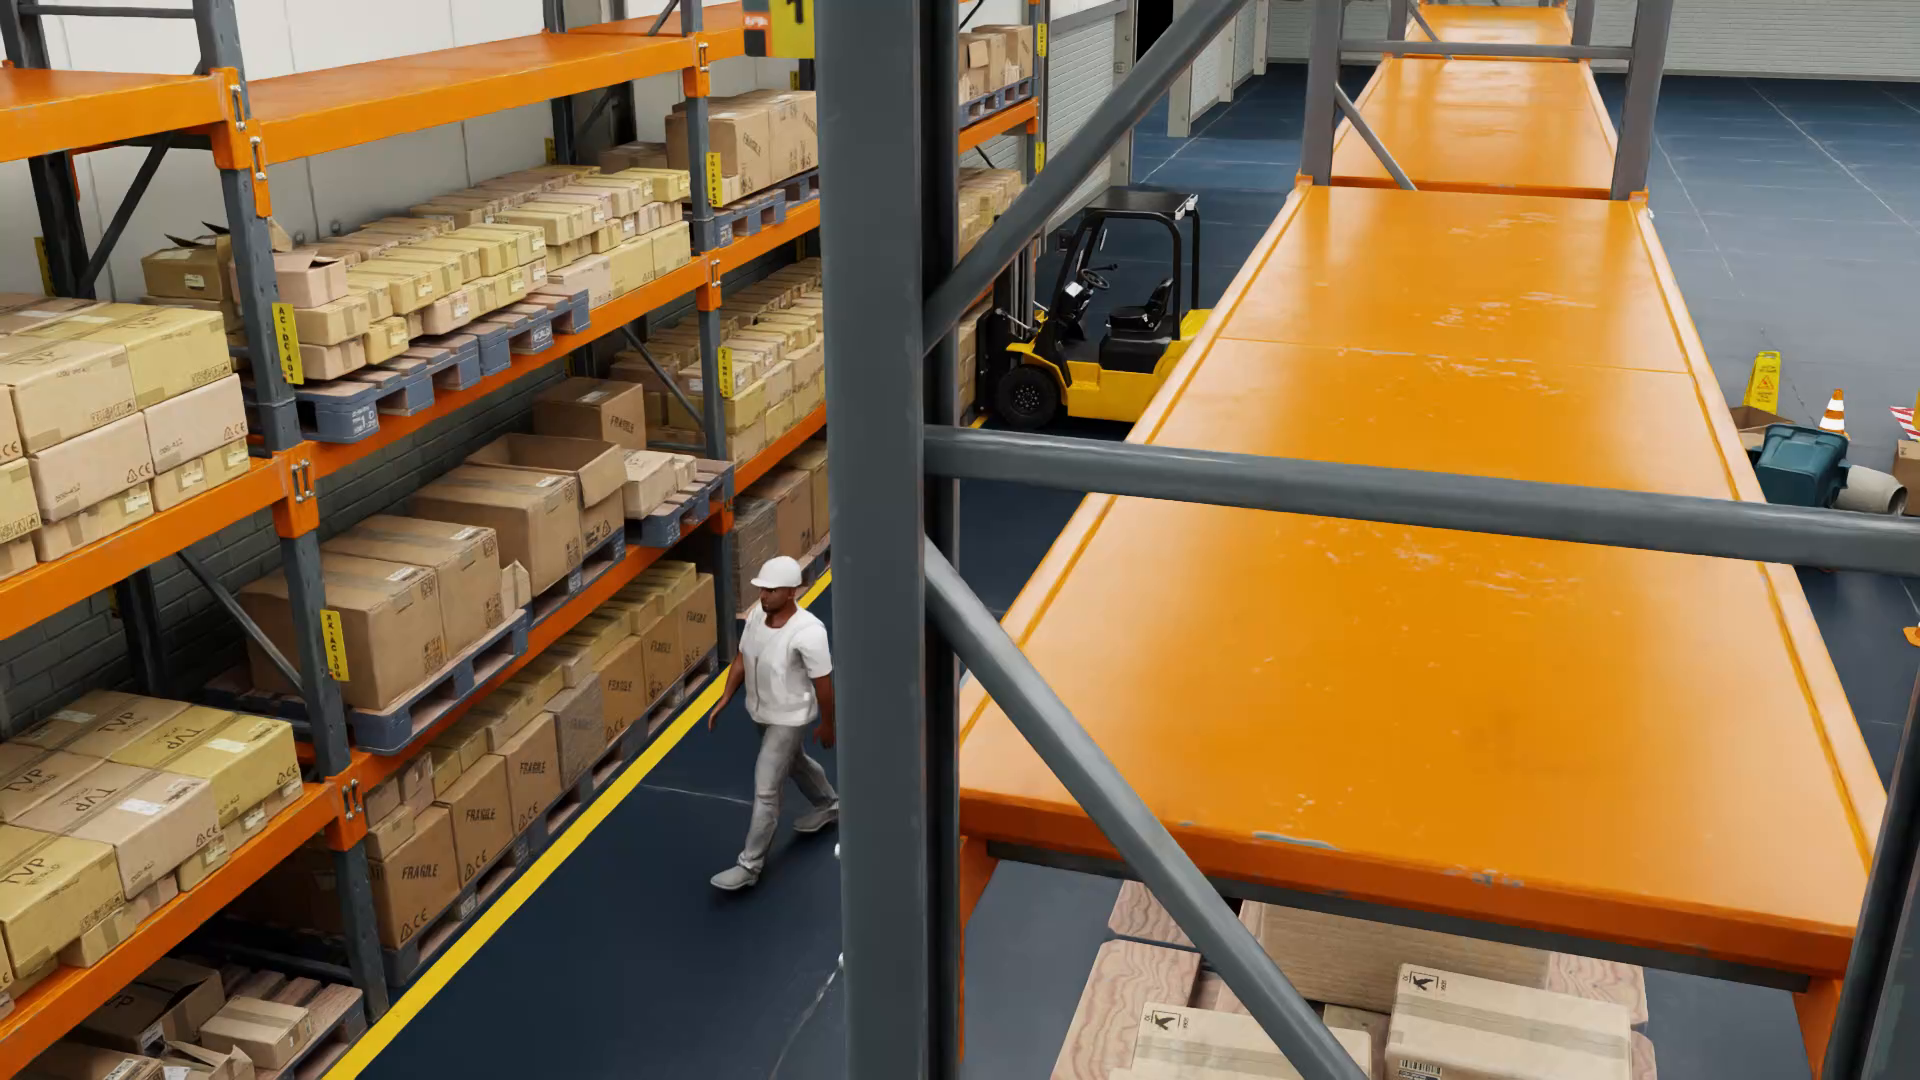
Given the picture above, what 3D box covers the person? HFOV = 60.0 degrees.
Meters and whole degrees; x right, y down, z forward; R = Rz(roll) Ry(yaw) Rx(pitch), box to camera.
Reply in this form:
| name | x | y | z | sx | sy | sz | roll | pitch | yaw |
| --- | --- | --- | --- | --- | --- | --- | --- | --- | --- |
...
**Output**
| name | x | y | z | sx | sy | sz | roll | pitch | yaw |
| --- | --- | --- | --- | --- | --- | --- | --- | --- | --- |
| person | -1.016 | 0.922 | 8.762 | 1.008 | 1.718 | 0.587 | -18 | 28 | -38 |
